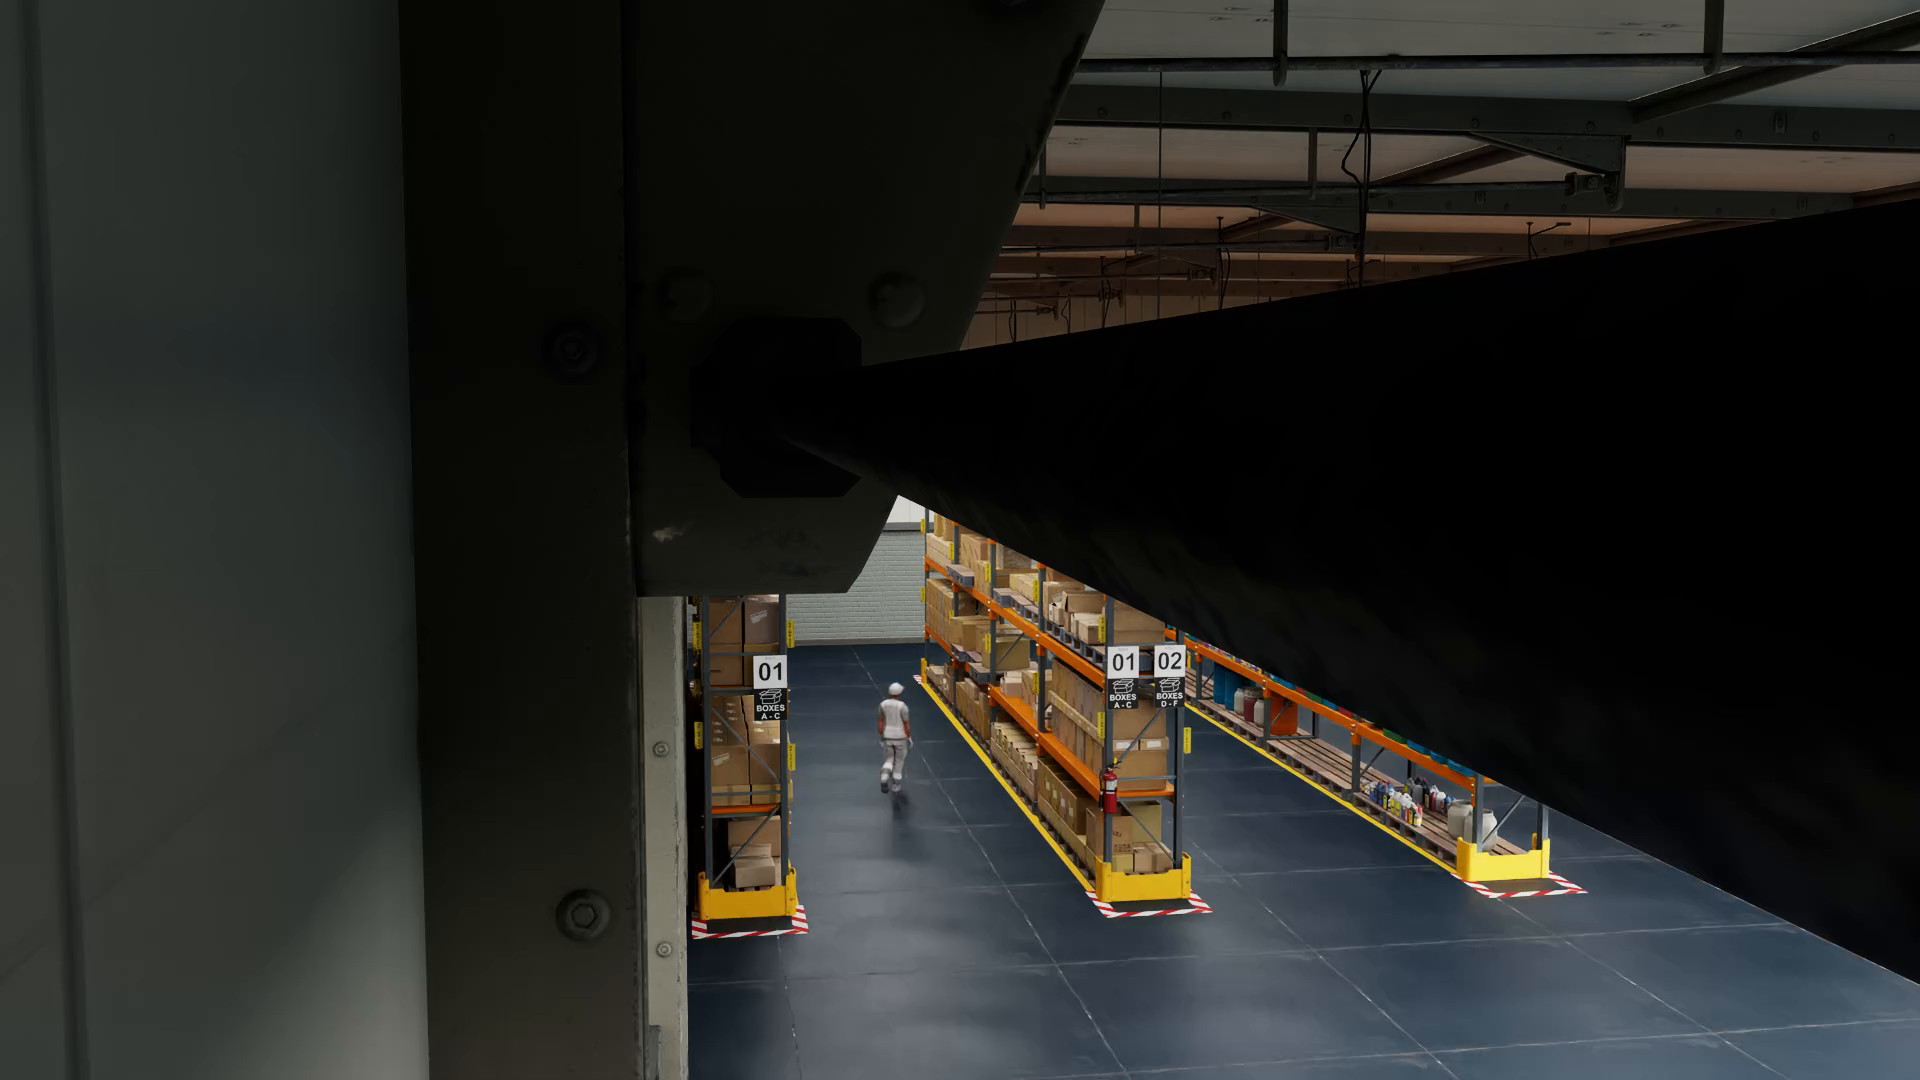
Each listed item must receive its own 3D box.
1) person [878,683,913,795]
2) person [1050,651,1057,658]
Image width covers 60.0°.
[{"bbox_3d":[-1.030,3.123,26.147,0.550,1.783,0.497,3,6,27],"label":"person"},{"bbox_3d":[2.287,2.052,39.559,0.529,1.721,0.844,-1,5,-9],"label":"person"}]
